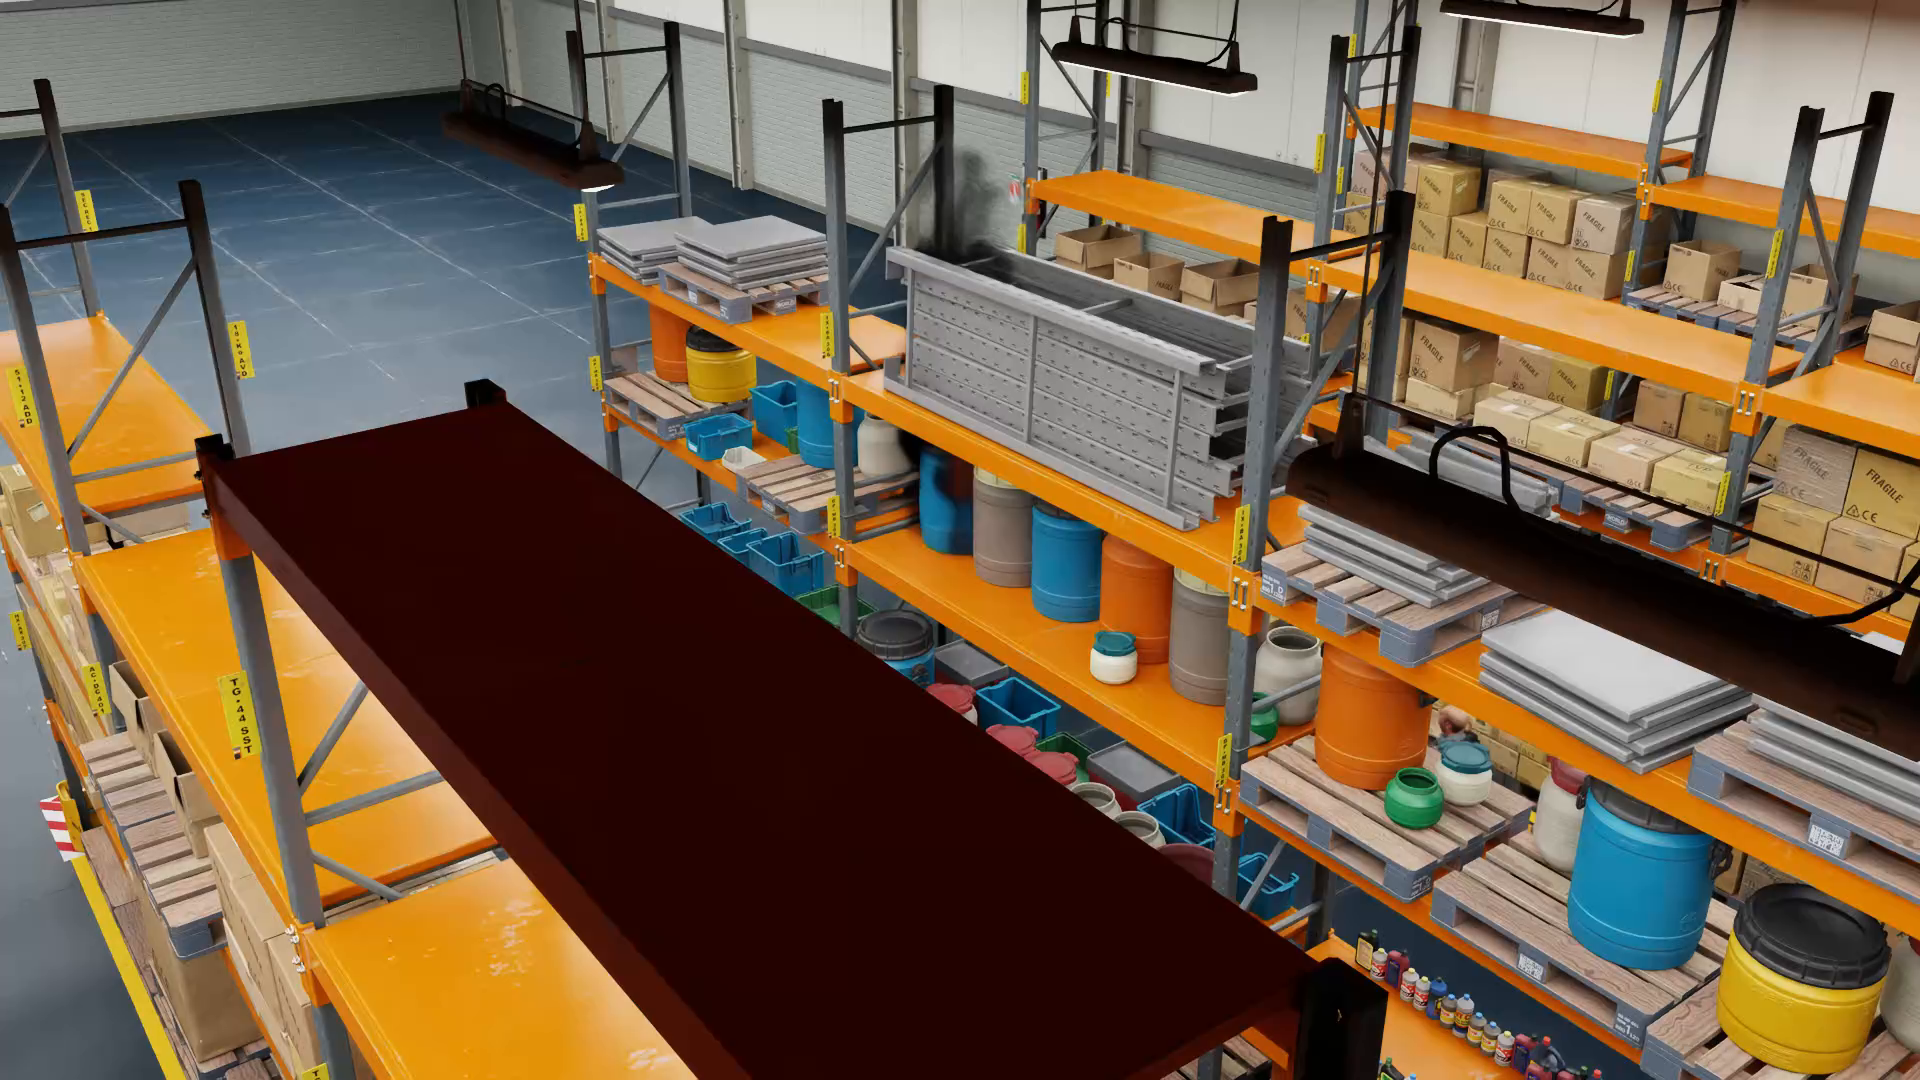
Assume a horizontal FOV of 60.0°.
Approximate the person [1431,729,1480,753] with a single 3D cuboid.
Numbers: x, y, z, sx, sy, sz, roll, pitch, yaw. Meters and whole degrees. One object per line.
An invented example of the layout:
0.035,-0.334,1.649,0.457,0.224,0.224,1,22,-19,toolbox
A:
3.543,2.038,12.398,0.653,1.460,0.501,-18,30,-34,person
